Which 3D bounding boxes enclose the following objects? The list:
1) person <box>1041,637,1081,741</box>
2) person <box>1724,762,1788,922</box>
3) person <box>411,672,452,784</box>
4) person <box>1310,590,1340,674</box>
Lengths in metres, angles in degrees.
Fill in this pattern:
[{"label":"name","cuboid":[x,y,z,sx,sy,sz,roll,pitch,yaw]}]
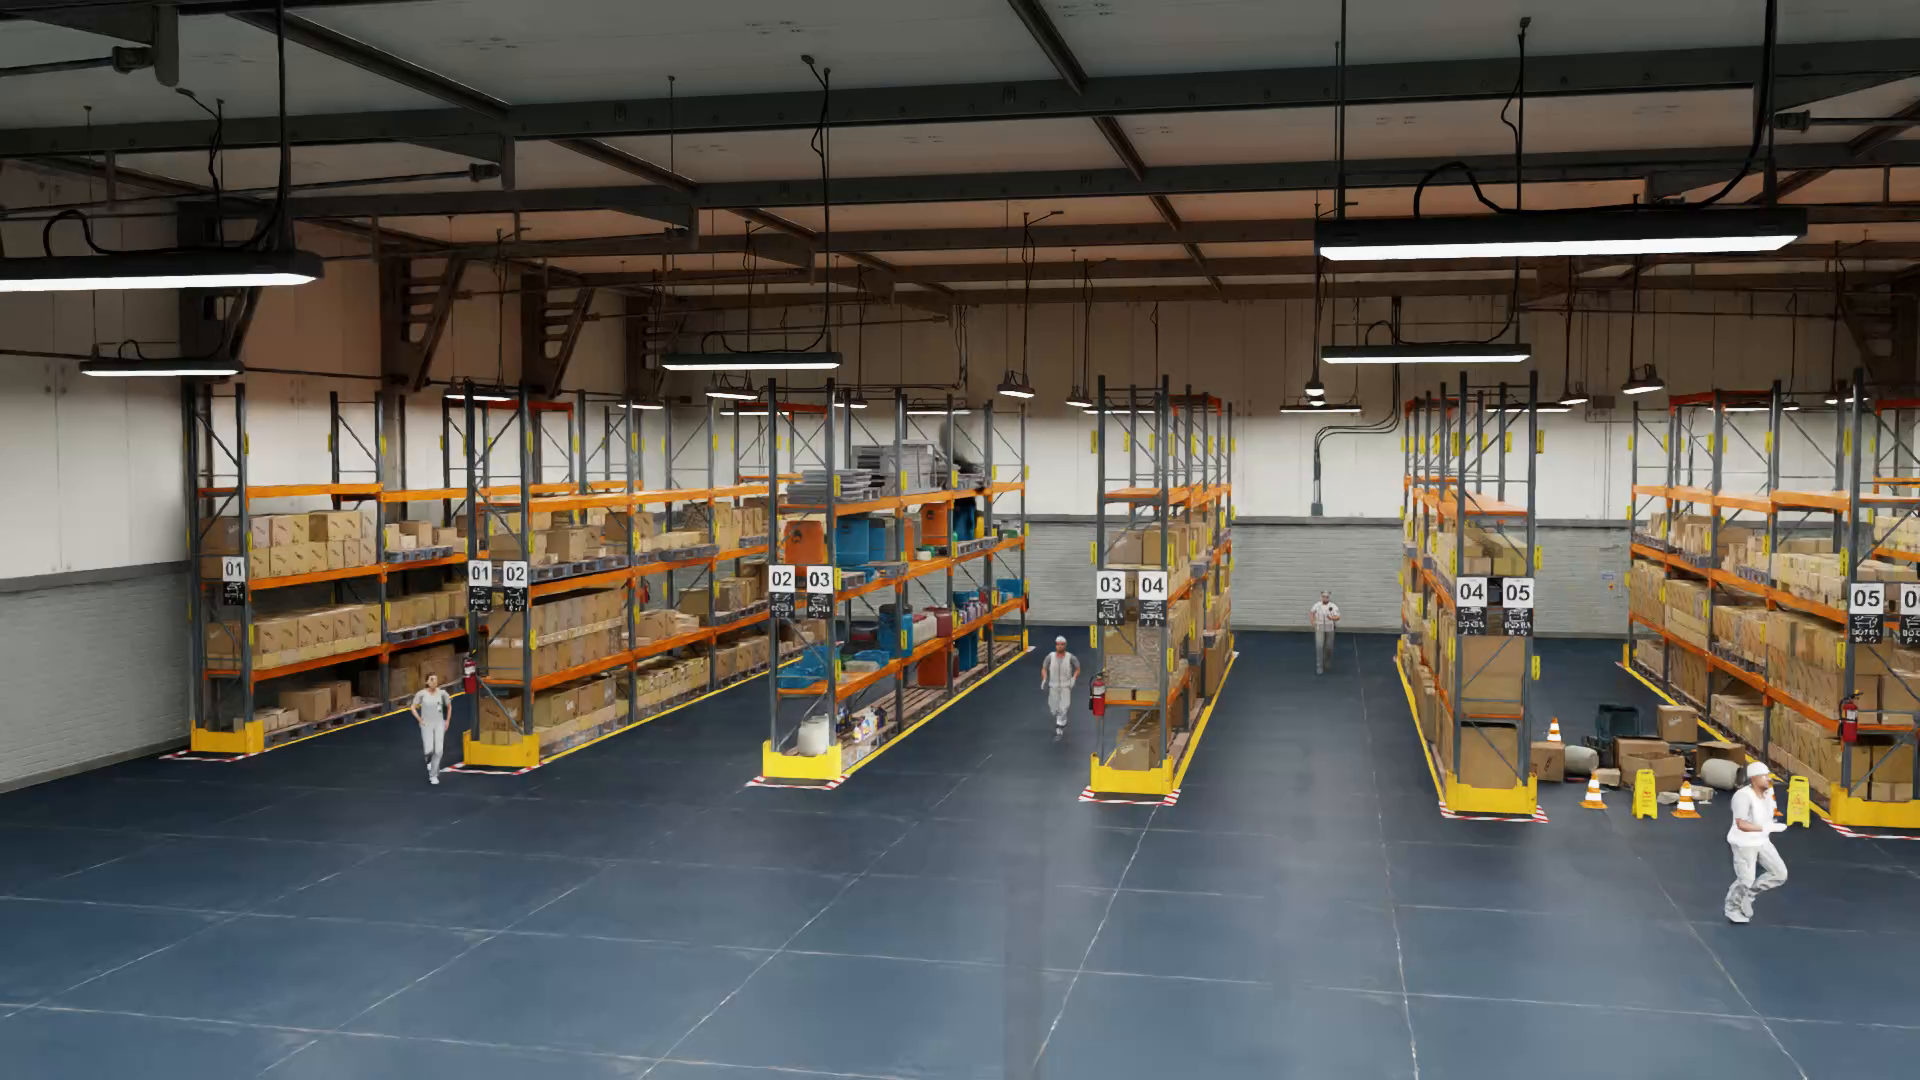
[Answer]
[{"label":"person","cuboid":[1.727,2.521,28.411,0.670,1.752,0.611,1,3,9]},{"label":"person","cuboid":[8.232,3.138,17.173,0.726,1.723,0.729,-2,4,-32]},{"label":"person","cuboid":[-7.869,2.779,24.788,0.598,1.640,0.575,-1,4,-24]},{"label":"person","cuboid":[8.041,1.998,36.634,0.653,1.798,0.903,1,3,11]}]
